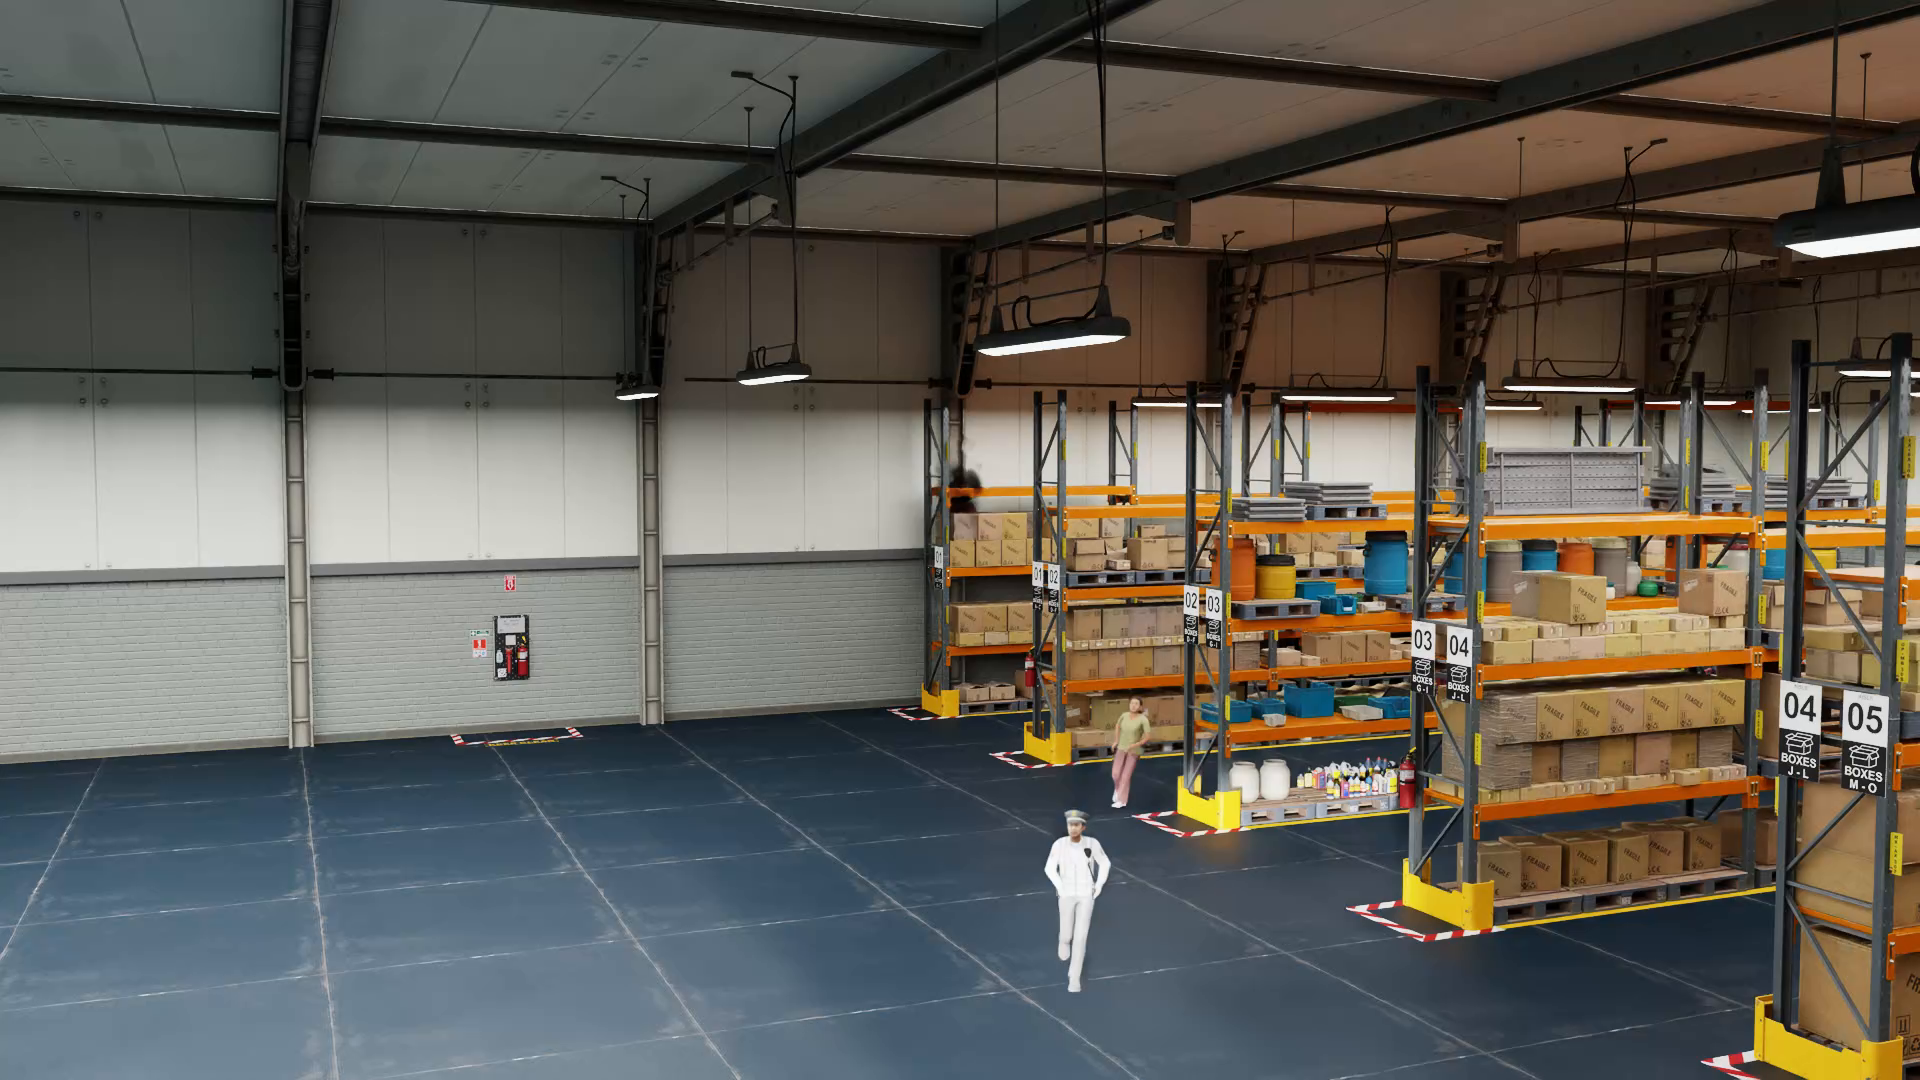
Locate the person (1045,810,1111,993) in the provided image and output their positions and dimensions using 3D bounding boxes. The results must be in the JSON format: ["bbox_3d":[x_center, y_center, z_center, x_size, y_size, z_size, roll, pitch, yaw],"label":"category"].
[{"bbox_3d":[1.131,3.406,15.956,0.624,1.683,0.781,0,3,7],"label":"person"}]

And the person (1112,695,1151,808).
[{"bbox_3d":[2.370,2.984,23.314,0.589,1.607,0.551,2,4,25],"label":"person"}]
